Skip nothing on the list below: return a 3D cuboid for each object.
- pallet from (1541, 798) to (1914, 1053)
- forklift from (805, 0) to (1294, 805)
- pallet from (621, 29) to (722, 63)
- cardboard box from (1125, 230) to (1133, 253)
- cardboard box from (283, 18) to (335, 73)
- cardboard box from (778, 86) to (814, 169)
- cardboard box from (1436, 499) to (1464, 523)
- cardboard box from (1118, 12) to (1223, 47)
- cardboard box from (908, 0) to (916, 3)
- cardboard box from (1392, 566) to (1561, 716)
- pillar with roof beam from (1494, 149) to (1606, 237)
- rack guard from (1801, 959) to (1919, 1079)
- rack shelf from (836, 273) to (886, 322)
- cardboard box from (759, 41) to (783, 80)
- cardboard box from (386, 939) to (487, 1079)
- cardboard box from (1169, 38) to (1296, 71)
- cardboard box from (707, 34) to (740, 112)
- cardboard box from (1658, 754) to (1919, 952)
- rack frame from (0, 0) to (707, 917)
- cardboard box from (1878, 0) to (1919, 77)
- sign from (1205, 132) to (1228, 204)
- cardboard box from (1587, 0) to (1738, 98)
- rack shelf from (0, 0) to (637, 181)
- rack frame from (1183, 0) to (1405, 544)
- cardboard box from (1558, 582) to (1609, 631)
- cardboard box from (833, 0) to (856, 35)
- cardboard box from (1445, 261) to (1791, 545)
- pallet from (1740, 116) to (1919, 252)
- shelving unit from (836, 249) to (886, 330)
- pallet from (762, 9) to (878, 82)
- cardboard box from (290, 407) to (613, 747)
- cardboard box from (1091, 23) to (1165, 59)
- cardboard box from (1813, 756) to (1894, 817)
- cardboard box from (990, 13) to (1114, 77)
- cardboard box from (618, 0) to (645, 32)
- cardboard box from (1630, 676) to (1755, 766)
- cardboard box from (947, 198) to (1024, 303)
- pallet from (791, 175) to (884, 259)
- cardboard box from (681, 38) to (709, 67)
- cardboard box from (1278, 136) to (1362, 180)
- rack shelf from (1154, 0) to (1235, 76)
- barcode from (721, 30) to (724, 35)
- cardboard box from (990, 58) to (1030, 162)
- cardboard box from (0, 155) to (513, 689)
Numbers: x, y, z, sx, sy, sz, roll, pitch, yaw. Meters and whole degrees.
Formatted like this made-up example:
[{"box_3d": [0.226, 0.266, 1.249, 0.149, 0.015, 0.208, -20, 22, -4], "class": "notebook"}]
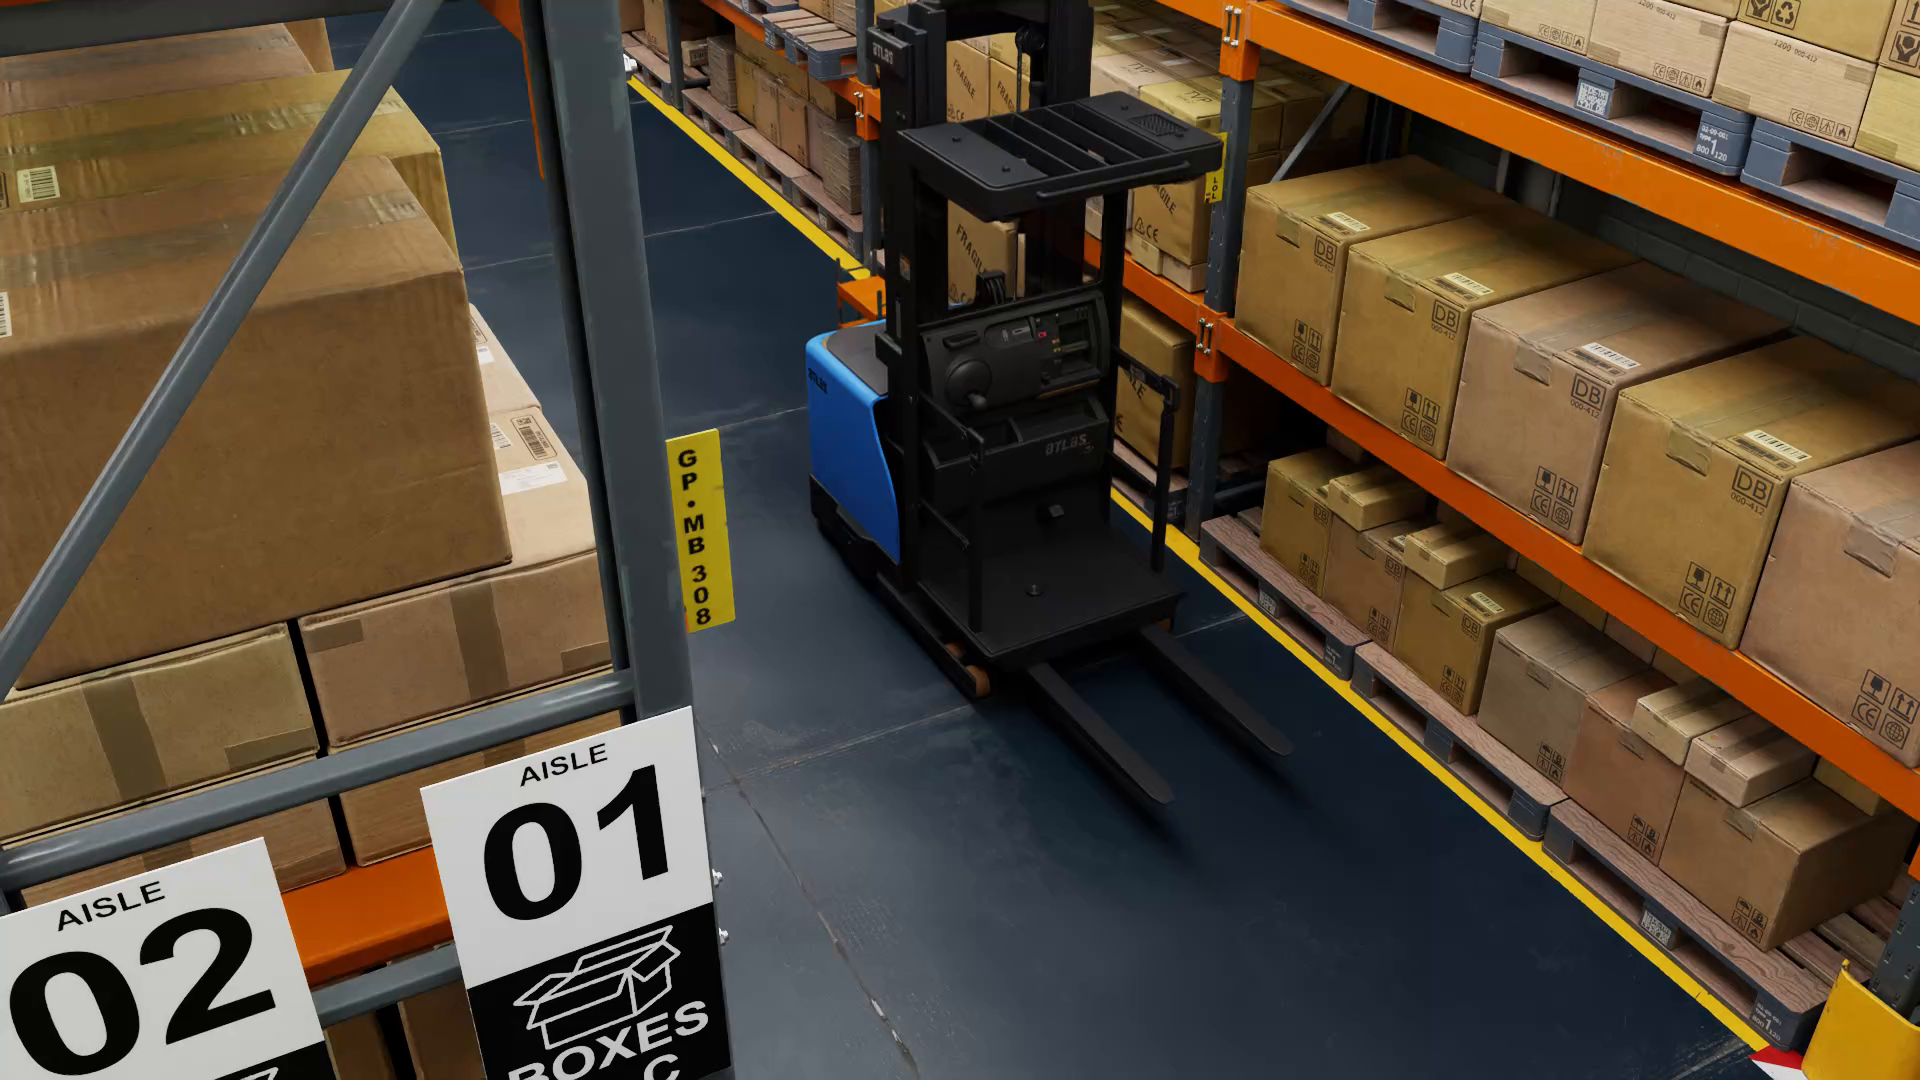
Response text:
[{"box_3d": [3.077, 1.326, 6.484, 1.003, 0.211, 1.213, -16, 36, -23], "class": "pallet"}, {"box_3d": [0.367, -0.785, 7.258, 1.130, 2.935, 3.031, -17, 36, -24], "class": "forklift"}, {"box_3d": [-2.994, -4.933, 16.254, 1.003, 0.211, 1.213, -16, 36, -23], "class": "pallet"}, {"box_3d": [1.026, -1.637, 8.739, 0.380, 0.149, 0.250, -15, 35, -22], "class": "cardboard box"}, {"box_3d": [-1.752, -0.939, 3.635, 0.700, 0.500, 0.500, -16, 36, -23], "class": "cardboard box"}, {"box_3d": [-0.987, -3.272, 12.986, 0.700, 0.500, 0.500, -16, 36, -23], "class": "cardboard box"}, {"box_3d": [2.391, -0.152, 7.533, 0.380, 0.149, 0.250, -17, 36, -25], "class": "cardboard box"}, {"box_3d": [1.182, -2.657, 9.035, 0.500, 0.250, 0.500, -17, 36, -25], "class": "cardboard box"}, {"box_3d": [0.024, -3.257, 9.972, 0.500, 0.250, 0.500, -16, 36, -24], "class": "cardboard box"}, {"box_3d": [2.380, 0.350, 7.351, 0.700, 0.500, 0.500, -15, 36, -22], "class": "cardboard box"}, {"box_3d": [-1.063, -2.721, 4.656, 9.100, 9.000, 0.400, -16, 36, -23], "class": "pillar with roof beam"}, {"box_3d": [3.530, 1.578, 5.823, 1.175, 0.500, 0.348, -16, 36, -23], "class": "rack guard"}, {"box_3d": [-0.437, -1.244, 8.851, 0.258, 0.148, 0.480, -17, 36, -24], "class": "rack shelf"}, {"box_3d": [-1.264, -3.857, 13.204, 0.500, 0.250, 0.500, -17, 36, -24], "class": "cardboard box"}, {"box_3d": [-0.835, 1.021, 3.357, 0.500, 0.500, 0.500, -15, 35, -22], "class": "cardboard box"}, {"box_3d": [1.420, -2.419, 8.663, 0.500, 0.250, 0.500, -15, 36, -23], "class": "cardboard box"}, {"box_3d": [-1.718, -3.998, 14.119, 0.700, 0.500, 0.500, -15, 35, -22], "class": "cardboard box"}, {"box_3d": [3.104, 1.081, 6.210, 0.700, 0.500, 0.500, -16, 36, -23], "class": "cardboard box"}, {"box_3d": [-0.862, -0.764, 1.601, 1.000, 3.000, 0.127, -16, 36, -23], "class": "rack frame"}, {"box_3d": [2.936, -1.501, 4.494, 0.500, 0.500, 0.500, -16, 36, -23], "class": "cardboard box"}, {"box_3d": [1.178, -1.708, 7.635, 0.100, 0.325, 0.005, -16, 36, -23], "class": "sign"}, {"box_3d": [2.452, -1.683, 5.472, 0.500, 0.250, 0.500, -17, 36, -25], "class": "cardboard box"}, {"box_3d": [-1.794, -1.414, 3.286, 1.077, 0.370, 4.000, -16, 36, -23], "class": "rack shelf"}, {"box_3d": [1.654, -1.395, 8.146, 1.000, 3.000, 0.127, -16, 36, -23], "class": "rack frame"}, {"box_3d": [2.746, 0.213, 6.964, 0.380, 0.149, 0.250, -15, 36, -23], "class": "cardboard box"}, {"box_3d": [-0.439, -3.753, 11.326, 0.700, 0.500, 0.500, -20, 38, -29], "class": "cardboard box"}, {"box_3d": [2.576, -0.564, 6.571, 0.980, 0.700, 0.700, -18, 37, -25], "class": "cardboard box"}, {"box_3d": [3.164, -1.063, 4.930, 1.003, 0.211, 1.213, -16, 36, -23], "class": "pallet"}, {"box_3d": [-0.437, -0.913, 9.063, 0.258, 1.200, 0.503, -17, 36, -24], "class": "shelving unit"}, {"box_3d": [-0.638, -3.536, 11.667, 1.213, 0.211, 1.003, -16, 36, -23], "class": "pallet"}, {"box_3d": [-0.871, 0.041, 2.801, 0.500, 0.250, 0.500, -16, 36, -23], "class": "cardboard box"}, {"box_3d": [0.742, -2.535, 8.844, 0.500, 0.250, 0.500, -15, 36, -22], "class": "cardboard box"}, {"box_3d": [3.339, 0.817, 6.020, 0.380, 0.149, 0.250, -16, 36, -23], "class": "cardboard box"}, {"box_3d": [0.504, -2.778, 9.223, 0.500, 0.250, 0.500, -17, 36, -24], "class": "cardboard box"}, {"box_3d": [-3.135, -5.267, 16.099, 0.700, 0.500, 0.500, -18, 37, -26], "class": "cardboard box"}, {"box_3d": [2.763, 0.671, 6.249, 0.380, 0.149, 0.250, -15, 36, -22], "class": "cardboard box"}, {"box_3d": [0.418, -1.772, 10.338, 0.750, 0.750, 0.750, -16, 36, -23], "class": "cardboard box"}, {"box_3d": [-0.574, -2.503, 12.461, 1.003, 0.211, 1.213, -16, 36, -23], "class": "pallet"}, {"box_3d": [-2.352, -4.453, 15.138, 0.380, 0.166, 0.250, -21, 38, -29], "class": "cardboard box"}, {"box_3d": [1.662, -1.853, 8.475, 0.500, 0.500, 0.500, -17, 36, -25], "class": "cardboard box"}, {"box_3d": [0.721, -3.309, 9.021, 1.077, 0.370, 4.000, -16, 36, -23], "class": "rack shelf"}, {"box_3d": [-2.207, -4.708, 15.488, 0.001, 0.075, 0.075, -16, 36, -23], "class": "barcode"}, {"box_3d": [0.505, -2.447, 9.402, 0.500, 0.500, 0.500, -15, 36, -22], "class": "cardboard box"}, {"box_3d": [-1.116, -0.205, 2.490, 0.700, 0.500, 0.500, -16, 36, -23], "class": "cardboard box"}]
